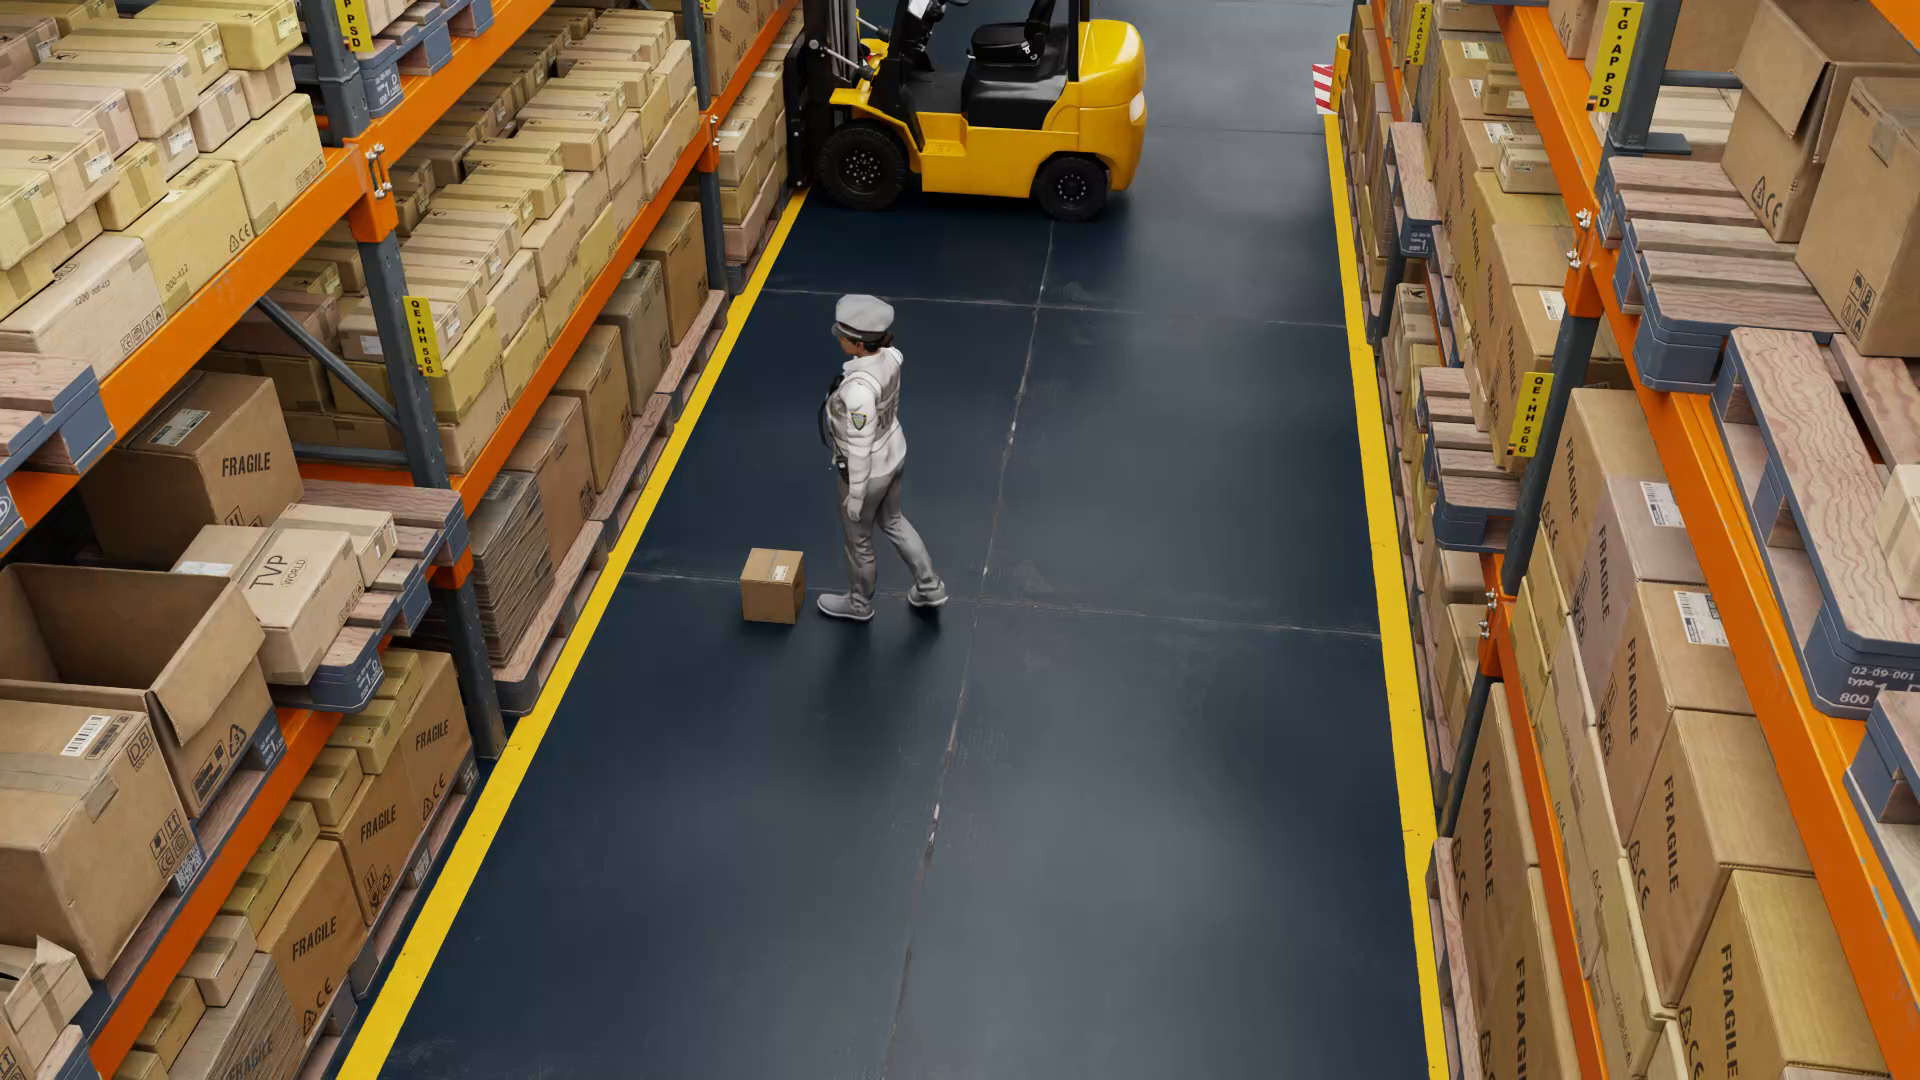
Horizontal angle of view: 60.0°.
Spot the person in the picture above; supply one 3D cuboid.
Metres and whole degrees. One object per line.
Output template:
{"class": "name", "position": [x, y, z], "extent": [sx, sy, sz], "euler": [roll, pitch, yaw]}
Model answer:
{"class": "person", "position": [-0.373, -0.319, 7.439], "extent": [0.628, 1.668, 0.500], "euler": [14, 38, 18]}
